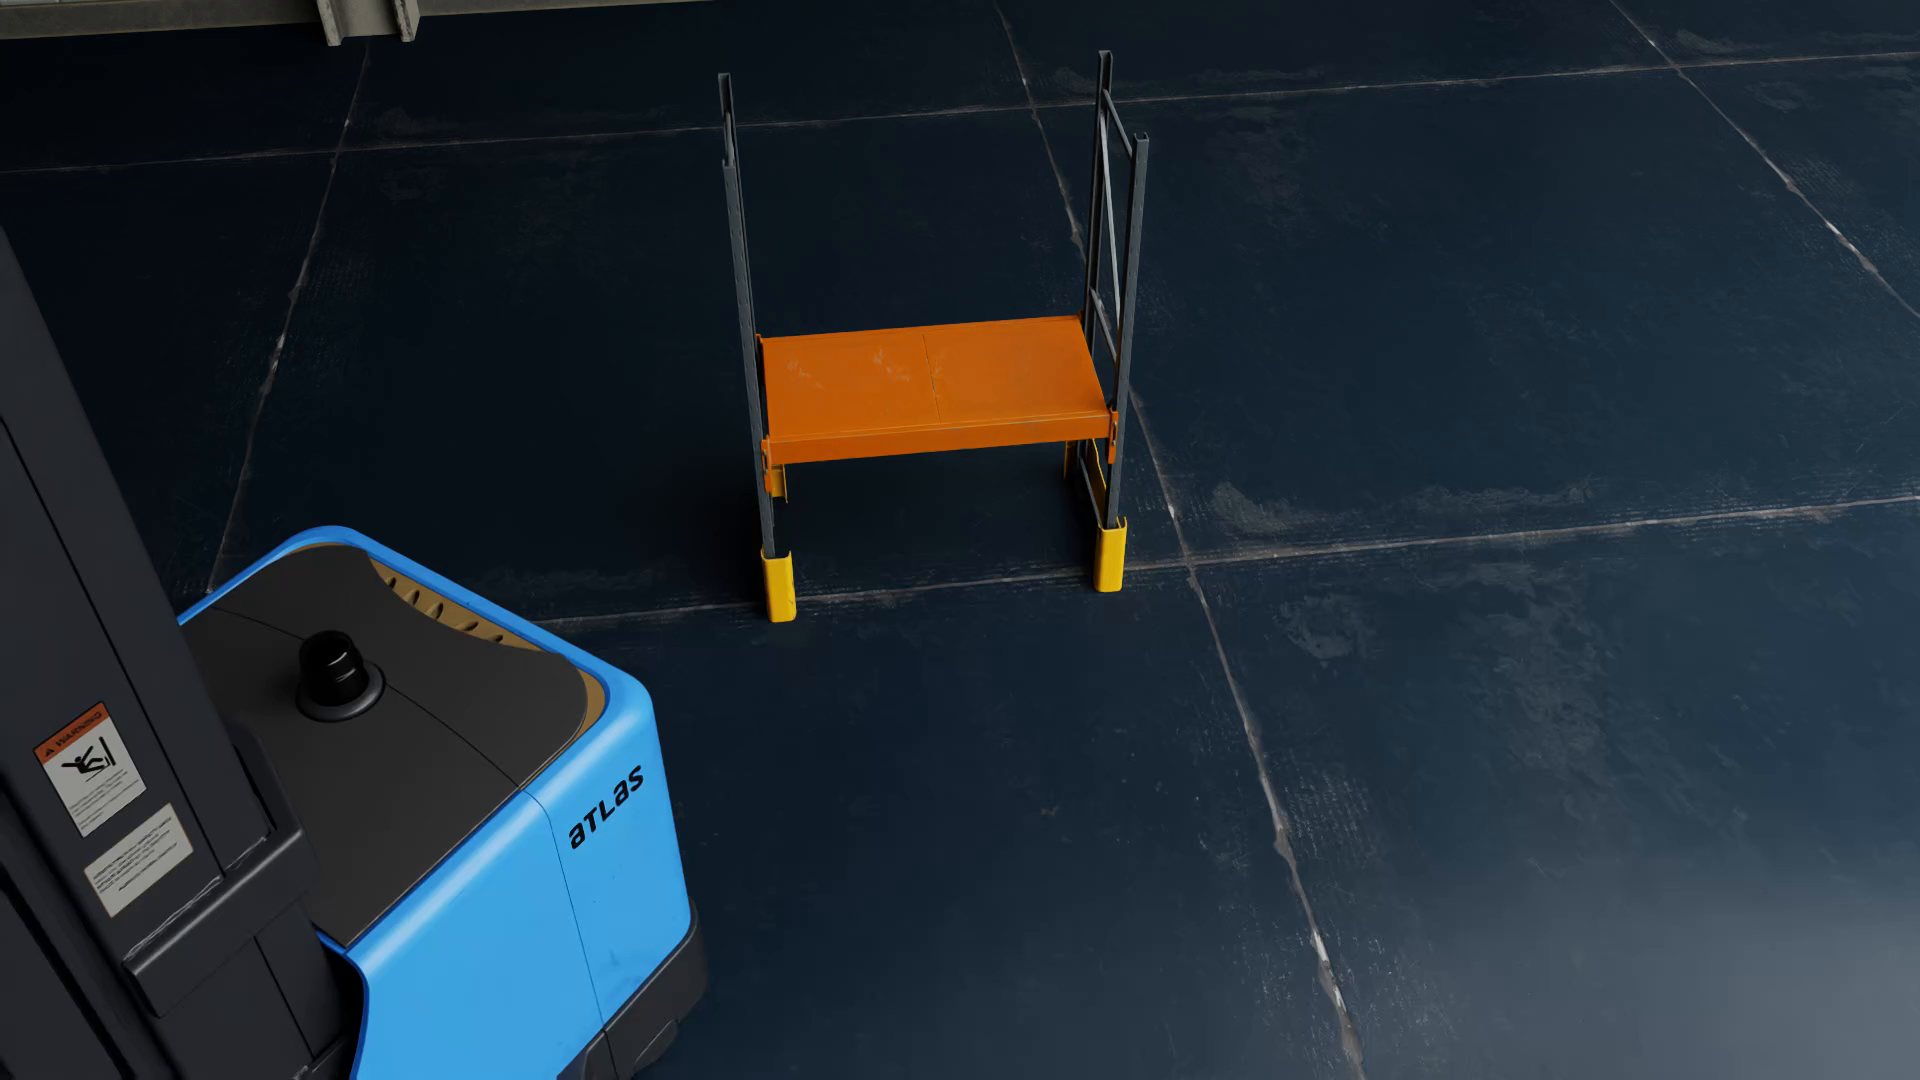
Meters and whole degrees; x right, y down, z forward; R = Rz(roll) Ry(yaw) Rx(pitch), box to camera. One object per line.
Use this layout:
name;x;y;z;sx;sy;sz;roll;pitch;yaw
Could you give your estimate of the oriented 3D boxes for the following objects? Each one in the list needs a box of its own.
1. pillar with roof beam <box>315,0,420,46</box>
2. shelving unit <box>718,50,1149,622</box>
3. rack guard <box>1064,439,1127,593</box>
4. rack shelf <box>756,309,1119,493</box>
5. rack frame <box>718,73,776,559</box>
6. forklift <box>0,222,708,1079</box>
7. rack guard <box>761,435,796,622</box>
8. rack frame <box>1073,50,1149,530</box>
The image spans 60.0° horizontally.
pillar with roof beam;-2.244;-2.927;1.777;0.400;9.000;9.100;-5;42;-6
shelving unit;-0.076;-0.550;4.740;1.083;1.500;0.587;-5;42;-6
rack guard;0.418;-0.129;5.207;0.087;0.250;0.587;-5;42;-6
rack shelf;-0.085;-0.416;4.860;1.000;0.185;0.538;-5;42;-6
rack frame;-0.589;-0.505;4.691;0.032;1.500;0.500;-5;42;-6
forklift;-1.828;0.655;2.336;1.130;2.935;3.031;24;47;24
rack guard;-0.569;-0.043;5.111;0.087;0.250;0.587;-5;42;-6
rack frame;0.419;-0.594;4.788;0.032;1.500;0.500;-5;42;-6
